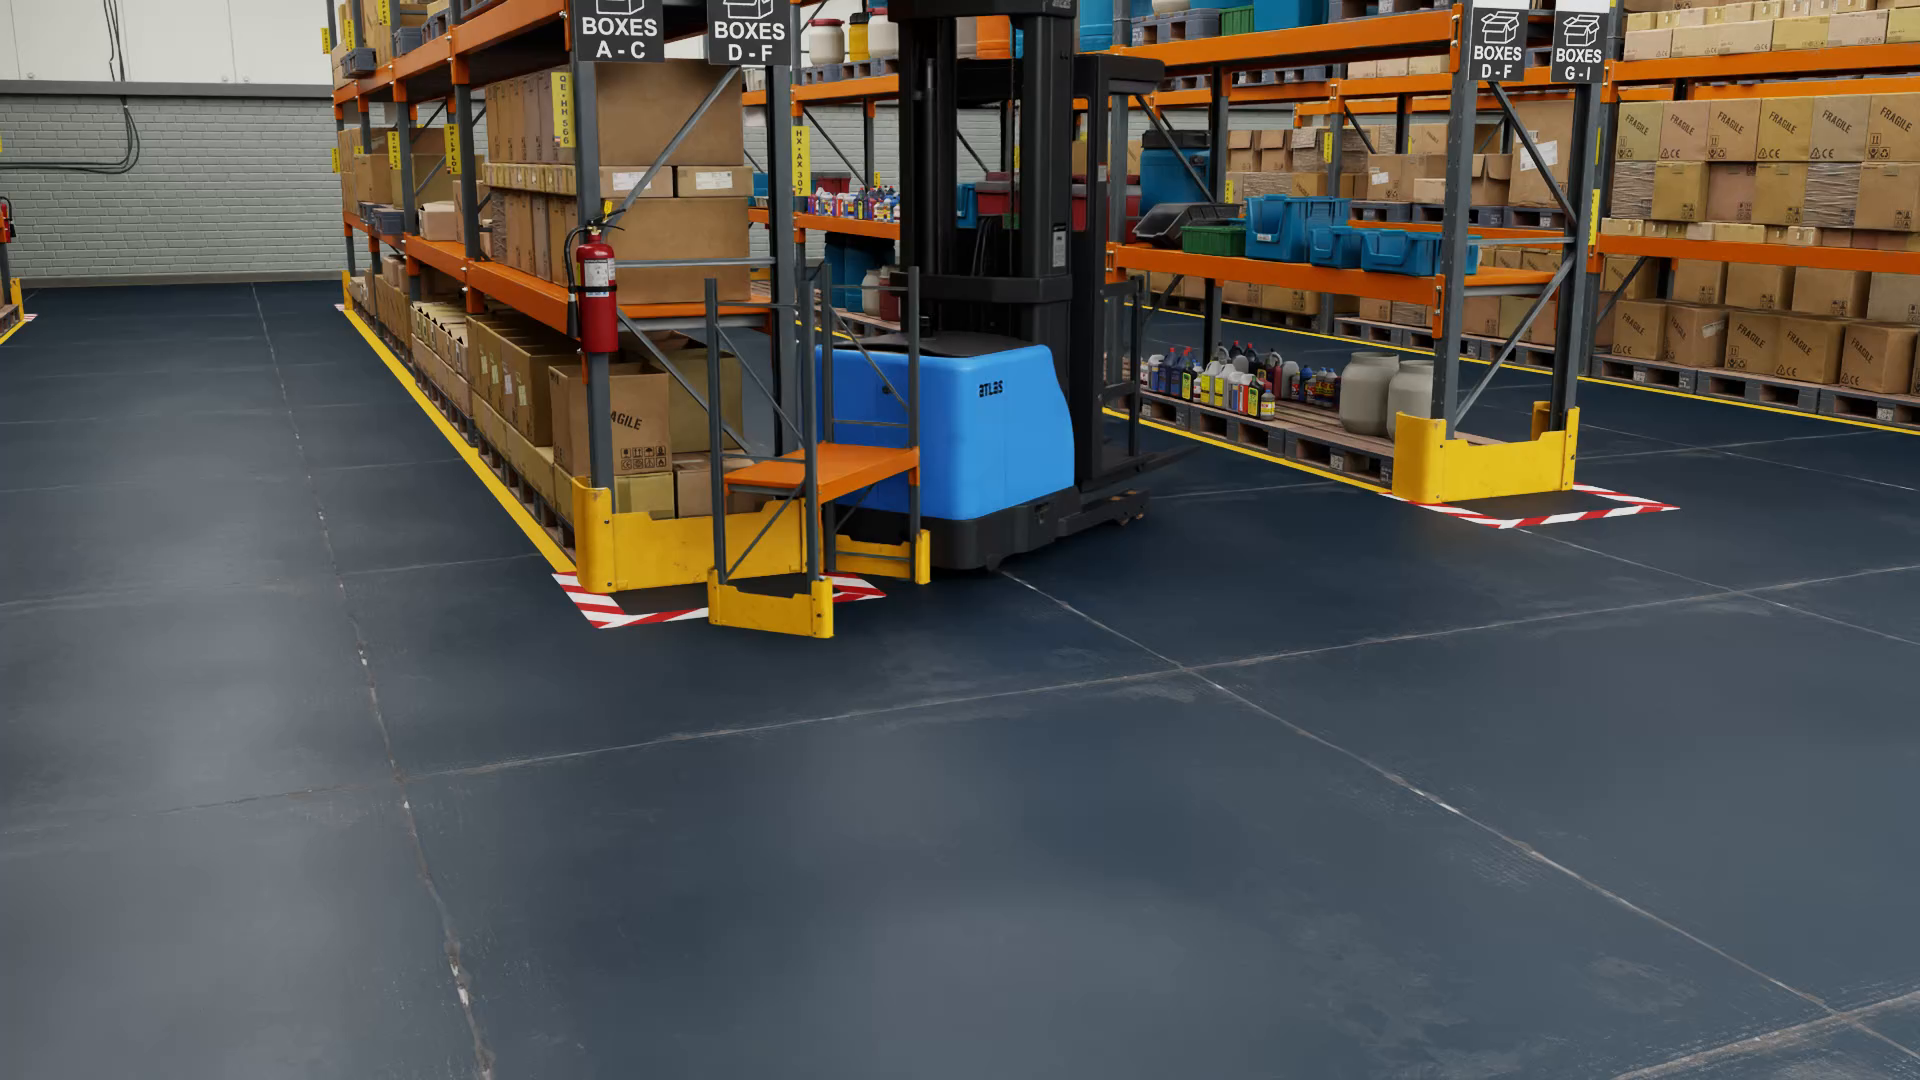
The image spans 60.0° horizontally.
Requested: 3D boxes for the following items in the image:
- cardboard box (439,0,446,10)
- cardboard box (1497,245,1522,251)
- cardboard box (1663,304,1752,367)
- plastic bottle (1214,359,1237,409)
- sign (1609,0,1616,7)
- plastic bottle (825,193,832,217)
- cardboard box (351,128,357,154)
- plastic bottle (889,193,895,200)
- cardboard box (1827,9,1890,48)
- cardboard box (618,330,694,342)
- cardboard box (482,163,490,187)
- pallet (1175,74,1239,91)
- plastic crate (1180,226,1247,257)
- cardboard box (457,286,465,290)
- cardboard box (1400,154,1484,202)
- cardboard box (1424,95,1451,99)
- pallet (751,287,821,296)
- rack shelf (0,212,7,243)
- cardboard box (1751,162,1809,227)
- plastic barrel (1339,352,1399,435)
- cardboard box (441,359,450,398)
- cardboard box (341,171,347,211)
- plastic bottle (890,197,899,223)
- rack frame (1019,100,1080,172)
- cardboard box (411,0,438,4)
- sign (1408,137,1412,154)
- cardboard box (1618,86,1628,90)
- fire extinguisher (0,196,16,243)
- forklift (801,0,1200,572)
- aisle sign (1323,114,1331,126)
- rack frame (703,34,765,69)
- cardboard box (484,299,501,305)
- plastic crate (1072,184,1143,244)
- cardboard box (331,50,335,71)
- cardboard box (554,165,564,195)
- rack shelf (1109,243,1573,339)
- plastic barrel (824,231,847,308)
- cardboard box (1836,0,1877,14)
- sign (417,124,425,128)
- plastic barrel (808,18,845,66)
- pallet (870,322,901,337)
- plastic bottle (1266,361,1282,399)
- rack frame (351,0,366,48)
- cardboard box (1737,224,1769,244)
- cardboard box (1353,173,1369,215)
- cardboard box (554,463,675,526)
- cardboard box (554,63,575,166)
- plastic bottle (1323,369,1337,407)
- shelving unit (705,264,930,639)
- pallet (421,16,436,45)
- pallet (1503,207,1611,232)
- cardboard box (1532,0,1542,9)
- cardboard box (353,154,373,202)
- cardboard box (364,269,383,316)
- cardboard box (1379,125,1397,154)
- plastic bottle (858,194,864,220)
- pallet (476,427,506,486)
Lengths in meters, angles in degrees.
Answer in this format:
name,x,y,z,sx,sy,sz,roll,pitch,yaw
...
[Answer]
name,x,y,z,sx,sy,sz,roll,pitch,yaw
cardboard box,-4.020,-4.350,13.760,0.500,0.250,0.500,-5,14,-21
cardboard box,7.851,-4.165,23.165,0.500,0.250,0.500,-5,14,-21
cardboard box,6.561,-1.803,14.618,0.500,0.500,0.500,-1,13,-5
plastic bottle,1.926,-1.127,11.985,0.144,0.351,0.185,-5,14,-21
sign,3.771,-3.260,9.633,0.100,0.325,0.005,-6,14,-23
plastic bottle,-1.538,-3.930,19.485,0.097,0.271,0.097,0,13,0
cardboard box,-6.729,-4.501,19.226,0.500,0.500,0.500,-6,14,-24
plastic bottle,-0.792,-3.888,19.300,0.097,0.271,0.097,0,13,0
cardboard box,6.977,-3.868,12.609,0.500,0.250,0.500,-5,14,-22
cardboard box,-1.884,-0.971,9.915,0.500,0.500,0.500,-6,14,-23
cardboard box,-2.947,-2.417,11.002,0.380,0.149,0.250,-6,14,-23
pallet,3.409,-5.856,21.290,0.805,0.209,1.217,-6,14,-25
plastic crate,1.948,-2.163,12.034,0.450,0.188,0.662,-6,14,-23
cardboard box,-4.811,-2.280,16.638,0.500,0.500,0.500,-6,14,-24
cardboard box,5.167,-3.885,17.851,0.700,0.500,0.500,-3,13,-15
cardboard box,7.137,-6.565,24.263,0.500,0.250,0.500,-5,14,-22
pallet,-2.364,-3.268,22.520,1.003,0.211,1.213,-6,14,-23
rack shelf,-11.420,-3.393,18.473,1.077,0.370,4.000,-6,14,-23
cardboard box,6.948,-2.807,13.465,0.875,0.500,0.500,-6,14,-23
plastic barrel,2.731,-0.971,11.000,0.421,0.512,0.421,0,13,0
cardboard box,-3.715,-1.261,12.831,0.500,0.250,0.500,-5,14,-22
cardboard box,-7.748,-4.538,21.604,0.500,0.500,0.500,-5,14,-22
plastic bottle,-0.692,-3.495,17.602,0.097,0.271,0.097,0,13,0
rack frame,1.394,-5.499,25.977,1.000,3.000,0.127,-6,14,-23
cardboard box,-4.649,-5.040,14.903,0.500,0.500,0.500,-6,14,-23
sign,5.092,-4.423,18.934,0.100,0.325,0.005,-6,14,-23
cardboard box,8.510,-5.981,21.183,0.500,0.500,0.500,-6,14,-23
fire extinguisher,-11.859,-4.010,20.543,0.296,0.674,0.183,-6,14,-23
forklift,0.412,-1.557,9.097,1.130,2.935,3.031,8,15,32
aisle sign,6.225,-7.235,27.712,0.394,0.787,0.004,-6,14,-23
rack frame,-3.144,-7.974,23.368,1.000,3.000,0.127,-6,14,-23
cardboard box,-4.044,-2.004,14.801,0.500,0.311,0.500,-5,14,-21
plastic crate,1.188,-2.676,13.638,0.402,0.464,0.583,-6,14,-23
cardboard box,-7.717,-6.107,21.176,0.500,0.250,0.500,-6,14,-23
cardboard box,-1.910,-1.885,8.701,0.380,0.149,0.250,-5,14,-22
rack shelf,2.464,-1.809,11.628,1.077,0.370,4.000,-6,14,-23
plastic barrel,-1.339,-3.294,20.170,0.600,0.901,0.708,-6,14,-23
cardboard box,6.892,-4.075,12.618,0.380,0.149,0.250,-6,15,-26
sign,-7.168,-5.369,22.147,0.100,0.325,0.005,-6,14,-23
plastic barrel,-1.561,-5.826,19.505,0.433,0.535,0.433,0,13,0
pallet,-0.293,-2.199,17.905,1.003,0.211,1.213,-6,14,-23
plastic bottle,2.355,-1.206,12.478,0.061,0.283,0.133,-6,14,-23
rack frame,-6.082,-6.701,17.867,1.000,3.000,0.127,-6,14,-23
cardboard box,6.625,-2.517,13.650,0.380,0.149,0.250,-6,14,-23
cardboard box,4.653,-4.020,19.364,0.500,0.500,0.500,-5,14,-21
cardboard box,-1.760,-0.248,8.458,0.500,0.250,0.500,-6,14,-23
cardboard box,-1.687,-2.197,8.610,0.700,0.500,0.500,-6,14,-24
plastic bottle,2.687,-1.105,12.065,0.097,0.271,0.097,0,13,0
shelving unit,-0.623,-0.448,7.480,0.587,1.500,1.083,6,14,23
pallet,-3.675,-3.959,13.088,1.003,0.211,1.213,-5,14,-20
pallet,6.028,-3.097,16.026,1.003,0.211,1.213,-6,14,-23
cardboard box,5.725,-5.037,16.167,0.797,0.503,0.637,-5,14,-21
cardboard box,-6.097,-3.914,17.975,0.700,0.500,0.500,-12,18,-42
cardboard box,-6.570,-2.867,19.174,0.500,0.500,0.500,-6,14,-23
cardboard box,6.741,-6.066,25.330,0.500,0.500,0.500,-5,14,-21
plastic bottle,-1.078,-3.689,18.415,0.061,0.283,0.133,-6,14,-23
pallet,-2.597,-0.599,10.990,1.003,0.211,1.213,-6,14,-23
